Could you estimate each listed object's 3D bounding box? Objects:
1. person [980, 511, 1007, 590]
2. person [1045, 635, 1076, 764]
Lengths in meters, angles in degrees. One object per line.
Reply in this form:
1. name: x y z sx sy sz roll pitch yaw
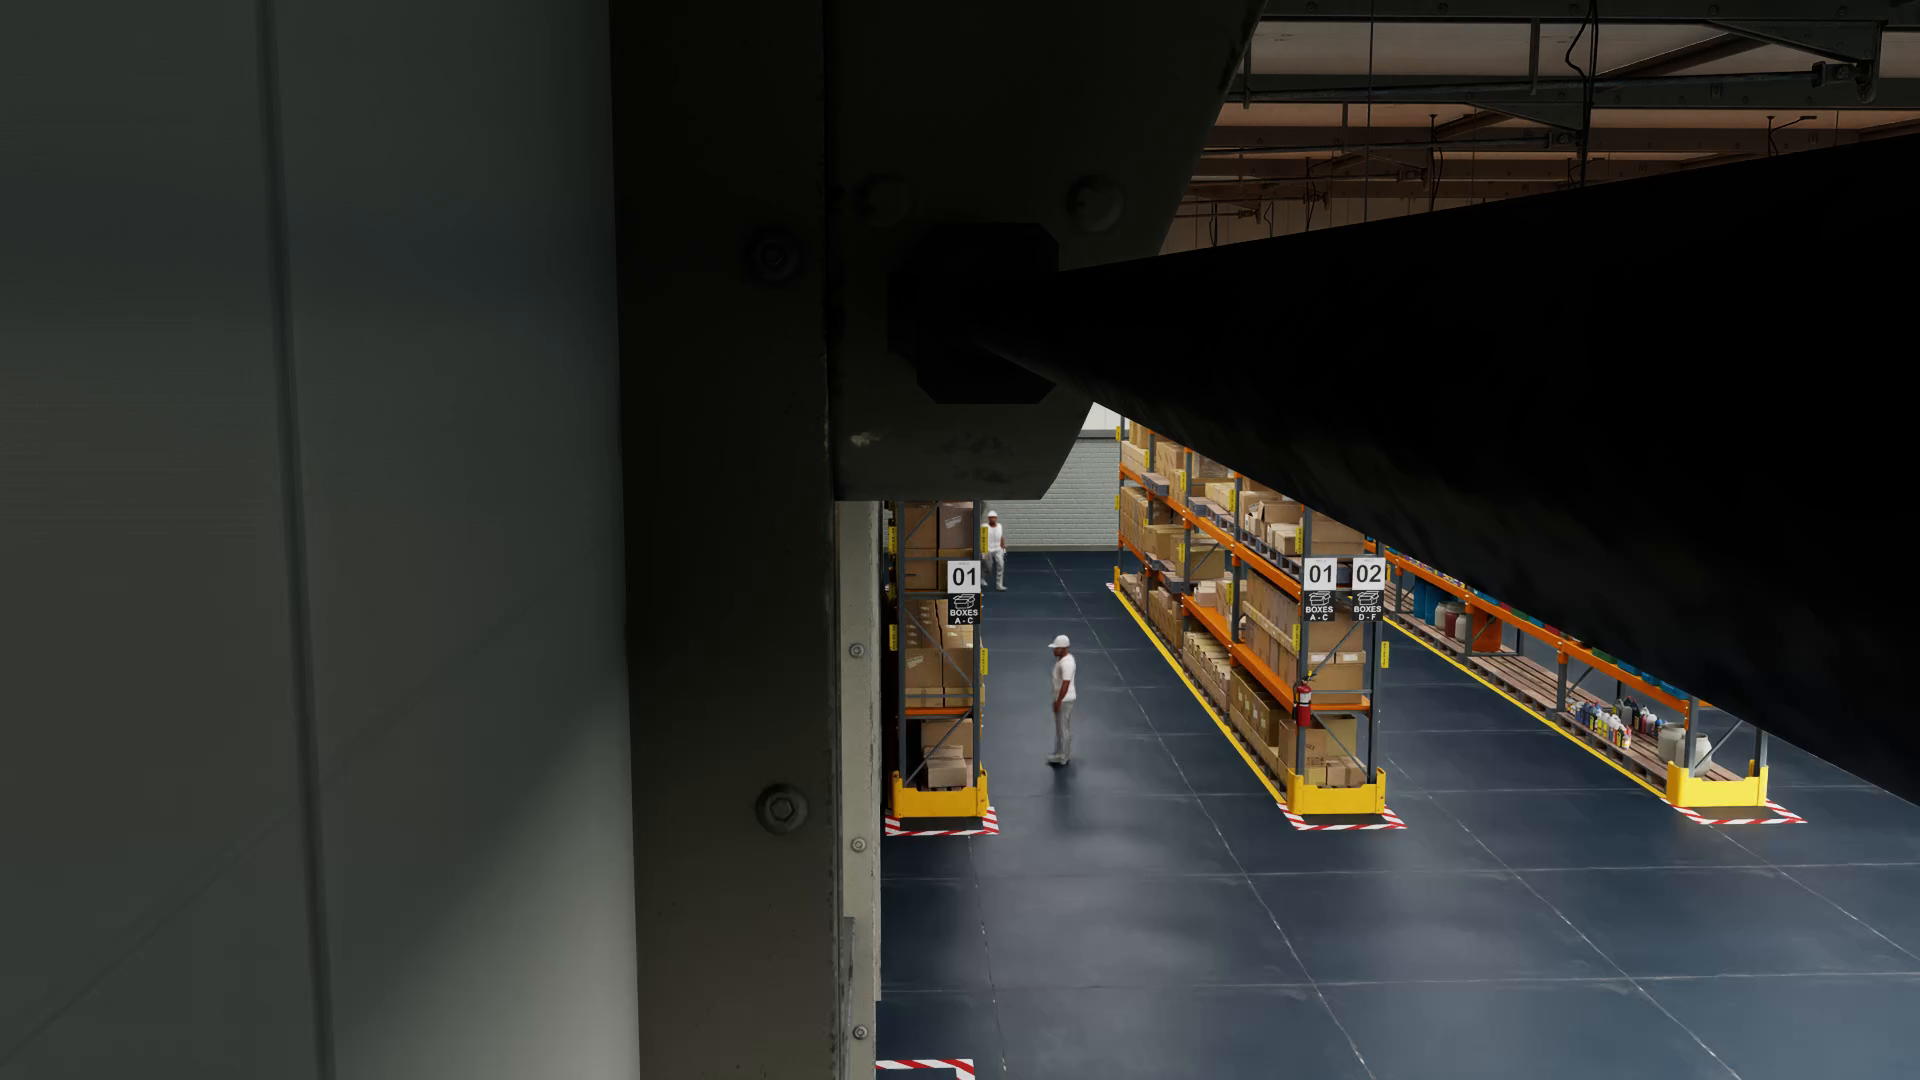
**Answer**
1. person: 0.709 0.217 36.446 0.621 1.744 0.823 -5 10 -32
2. person: 1.375 2.181 22.782 0.403 1.773 0.578 0 8 -2
